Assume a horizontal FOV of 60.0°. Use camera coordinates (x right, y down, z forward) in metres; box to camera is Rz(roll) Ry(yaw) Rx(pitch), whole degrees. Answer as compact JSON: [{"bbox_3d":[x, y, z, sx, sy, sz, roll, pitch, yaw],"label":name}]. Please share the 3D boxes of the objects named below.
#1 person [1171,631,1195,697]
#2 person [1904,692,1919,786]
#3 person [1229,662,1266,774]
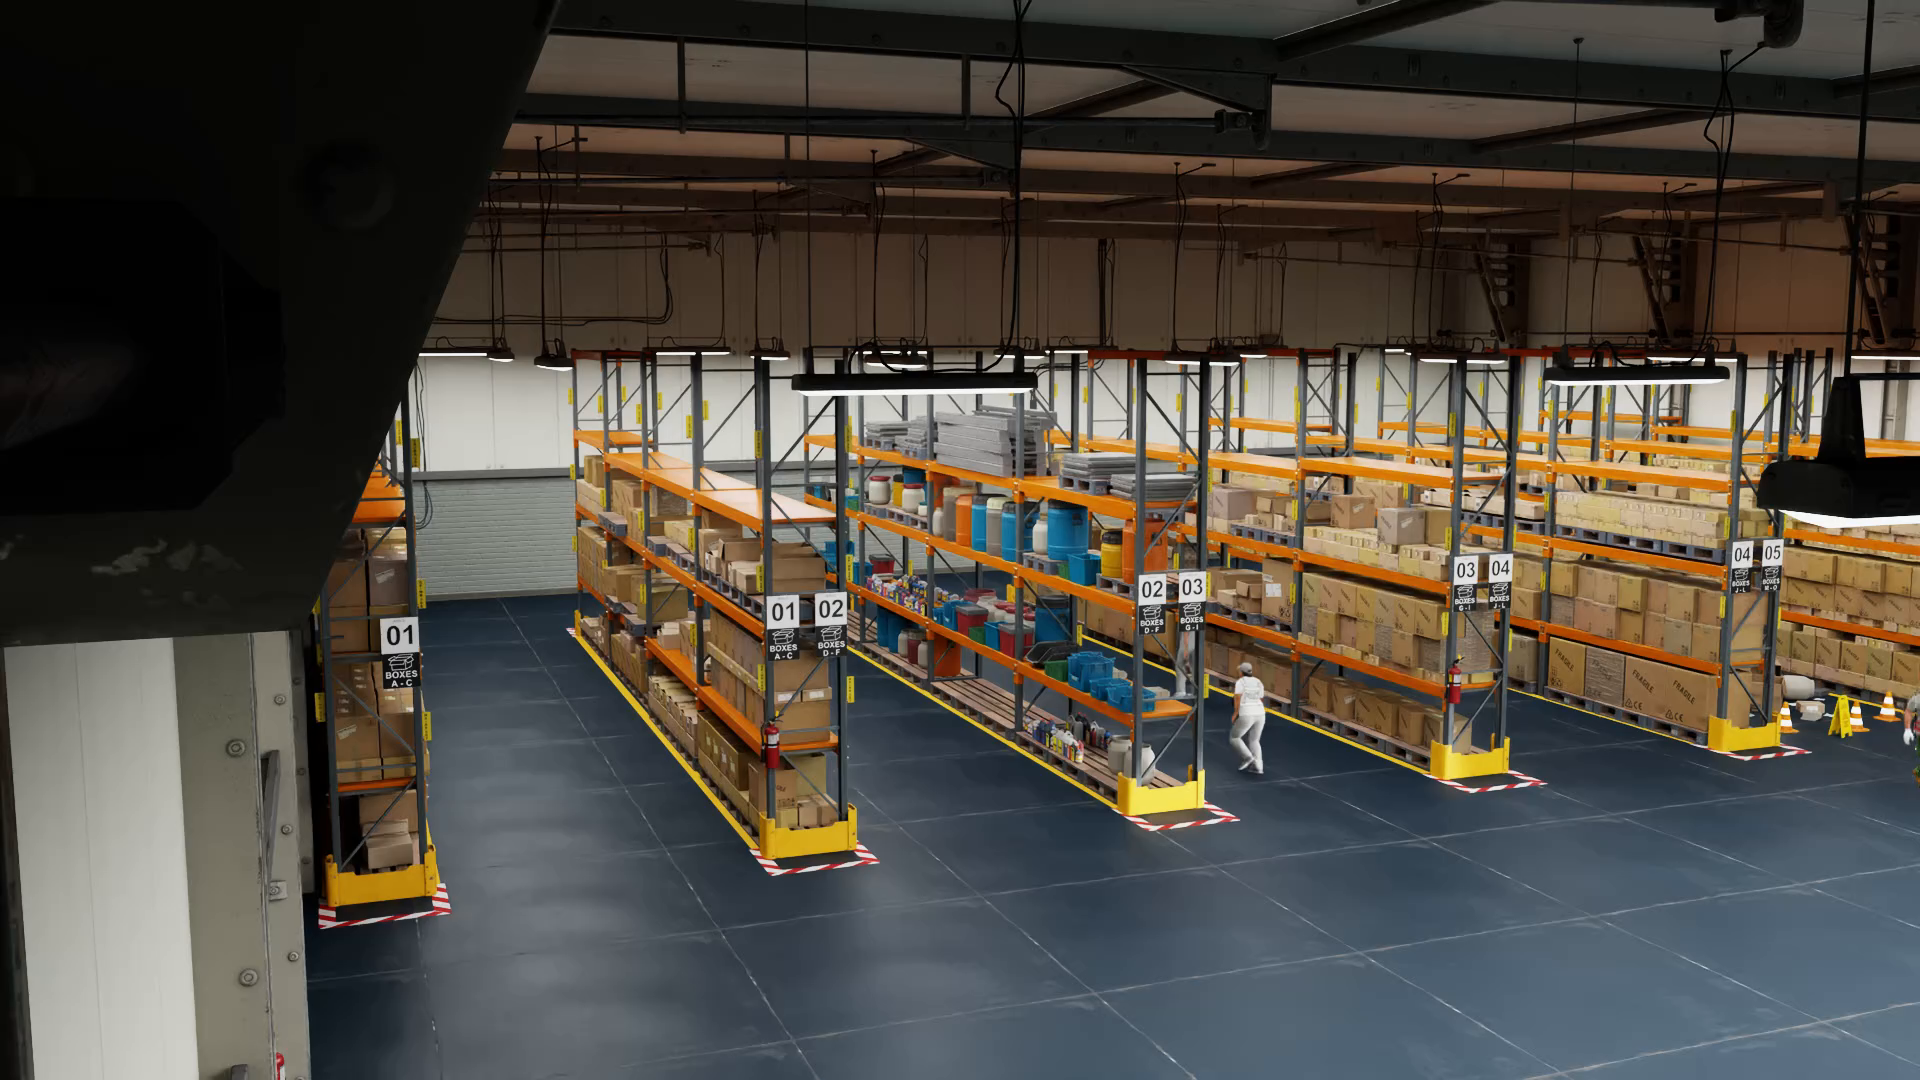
[{"bbox_3d":[4.006,1.950,28.869,0.451,1.713,0.595,-4,8,-27],"label":"person"},{"bbox_3d":[13.198,2.646,22.727,0.604,1.757,0.738,0,7,-1],"label":"person"},{"bbox_3d":[4.178,2.566,24.190,0.585,1.560,0.722,-2,8,-19],"label":"person"}]
